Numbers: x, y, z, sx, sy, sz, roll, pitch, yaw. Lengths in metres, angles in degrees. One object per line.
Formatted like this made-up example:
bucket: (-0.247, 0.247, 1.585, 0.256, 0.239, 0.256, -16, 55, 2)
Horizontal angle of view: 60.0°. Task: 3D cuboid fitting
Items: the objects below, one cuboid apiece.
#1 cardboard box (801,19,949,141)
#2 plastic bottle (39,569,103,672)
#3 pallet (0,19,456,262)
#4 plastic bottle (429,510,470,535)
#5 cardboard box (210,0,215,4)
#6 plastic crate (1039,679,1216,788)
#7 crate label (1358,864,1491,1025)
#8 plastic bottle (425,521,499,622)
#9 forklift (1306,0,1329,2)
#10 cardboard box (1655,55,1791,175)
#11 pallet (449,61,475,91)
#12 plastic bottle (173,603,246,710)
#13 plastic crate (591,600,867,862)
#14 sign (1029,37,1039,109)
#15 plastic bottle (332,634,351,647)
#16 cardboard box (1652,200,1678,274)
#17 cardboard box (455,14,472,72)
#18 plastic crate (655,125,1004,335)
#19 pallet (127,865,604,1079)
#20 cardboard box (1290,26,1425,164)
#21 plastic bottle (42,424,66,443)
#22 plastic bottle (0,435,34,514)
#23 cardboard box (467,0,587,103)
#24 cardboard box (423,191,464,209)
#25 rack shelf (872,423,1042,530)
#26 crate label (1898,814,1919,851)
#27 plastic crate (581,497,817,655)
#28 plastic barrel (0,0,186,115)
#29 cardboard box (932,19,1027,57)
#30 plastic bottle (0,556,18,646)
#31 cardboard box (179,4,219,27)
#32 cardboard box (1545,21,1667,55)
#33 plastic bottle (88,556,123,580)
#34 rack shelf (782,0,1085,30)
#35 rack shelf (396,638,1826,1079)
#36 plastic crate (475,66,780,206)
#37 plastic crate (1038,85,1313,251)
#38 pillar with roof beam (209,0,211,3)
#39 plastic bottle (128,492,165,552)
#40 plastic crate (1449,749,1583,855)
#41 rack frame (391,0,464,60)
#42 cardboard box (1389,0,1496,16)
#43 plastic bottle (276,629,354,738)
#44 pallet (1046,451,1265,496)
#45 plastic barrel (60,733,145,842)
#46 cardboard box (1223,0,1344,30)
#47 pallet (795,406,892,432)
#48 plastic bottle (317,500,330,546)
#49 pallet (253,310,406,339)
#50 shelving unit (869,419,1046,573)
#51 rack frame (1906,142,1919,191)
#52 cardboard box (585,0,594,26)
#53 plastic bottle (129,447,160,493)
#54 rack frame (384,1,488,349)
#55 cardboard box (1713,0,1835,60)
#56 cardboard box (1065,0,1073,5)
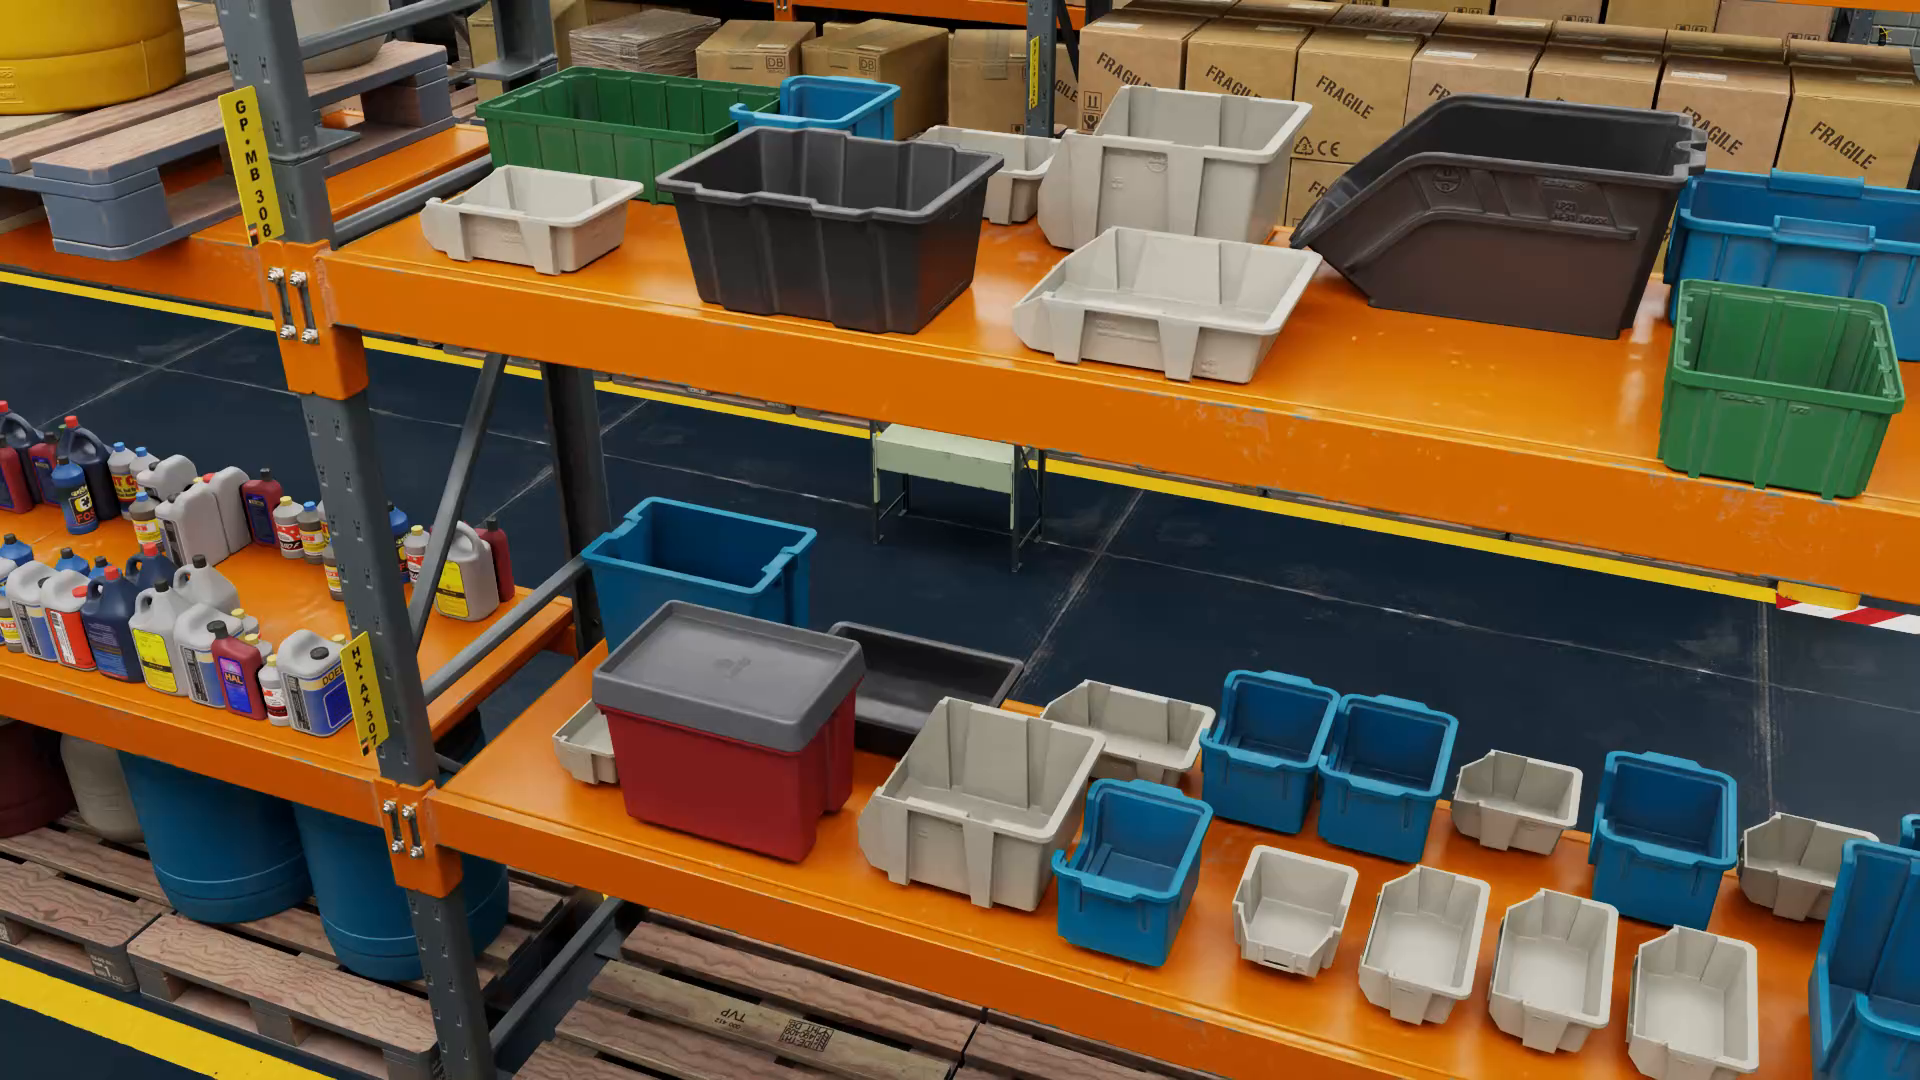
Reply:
cardboard box: (-0.454, -2.509, 9.112, 0.500, 0.500, 0.700, 17, 33, 27)
plastic bottle: (-2.596, 0.231, 4.920, 0.135, 0.276, 0.152, 11, 31, 19)
pallet: (-2.067, -1.061, 4.222, 1.003, 0.211, 1.213, 11, 31, 19)
plastic bottle: (-1.607, 0.027, 5.273, 0.133, 0.283, 0.061, 11, 31, 19)
cardboard box: (-6.902, -5.145, 16.397, 0.500, 0.500, 0.700, 9, 31, 16)
plastic crate: (0.423, 0.537, 4.459, 0.466, 0.136, 0.293, 11, 31, 19)
crate label: (1.049, 0.923, 3.776, 0.243, 0.136, 0.396, 11, 31, 19)
plastic bottle: (-1.545, 0.064, 5.138, 0.185, 0.351, 0.144, 11, 31, 19)
forklift: (1.555, -3.197, 10.928, 1.130, 2.935, 3.031, -26, 38, -38)
cardboard box: (3.284, -1.784, 7.240, 0.500, 0.500, 0.500, 12, 32, 20)
pallet: (-4.270, -4.377, 15.779, 1.213, 0.211, 1.003, 11, 31, 19)
plastic bottle: (-2.129, 0.324, 4.755, 0.135, 0.276, 0.152, 11, 31, 19)
plastic crate: (-0.571, 0.489, 4.211, 0.583, 0.464, 0.402, 11, 31, 19)
sign: (0.357, -2.245, 7.997, 0.005, 0.325, 0.100, 11, 31, 19)
plastic bottle: (-1.761, 0.364, 4.760, 0.097, 0.201, 0.097, 0, 29, 0)
cardboard box: (3.269, -1.351, 7.491, 0.500, 0.500, 0.500, 12, 31, 20)
cardboard box: (-4.304, -4.709, 15.626, 0.500, 0.500, 0.700, 12, 32, 21)
plastic crate: (-0.256, -0.631, 3.403, 0.590, 0.269, 0.497, 11, 31, 19)
pallet: (-2.003, 1.315, 5.709, 1.213, 0.211, 1.003, 11, 31, 19)
cardboard box: (1.847, -2.068, 7.742, 0.500, 0.500, 0.500, 10, 31, 18)
plastic bottle: (-3.121, -0.276, 5.808, 0.133, 0.283, 0.061, 11, 31, 19)
plastic bottle: (-3.299, -0.235, 5.735, 0.133, 0.283, 0.061, 11, 31, 19)
cardboard box: (-2.518, -2.896, 9.797, 0.500, 0.500, 0.700, 1, 30, 2)
cardboard box: (-3.519, -2.196, 10.884, 0.500, 0.311, 0.500, 12, 32, 21)
rack shelf: (-0.006, -0.370, 8.044, 0.720, 0.370, 0.431, 11, 31, 19)
crate label: (2.298, 0.854, 3.800, 0.303, 0.233, 0.416, 11, 31, 19)
plastic crate: (-0.743, 0.175, 4.848, 0.575, 0.384, 0.392, 11, 31, 19)
plastic barrel: (-2.226, -1.384, 3.984, 0.600, 0.588, 0.600, 0, 29, 0)
cardboard box: (0.156, -3.880, 13.825, 0.750, 0.750, 0.750, 11, 31, 19)
plastic bottle: (-2.936, 0.163, 5.040, 0.135, 0.276, 0.152, 11, 31, 19)
cardboard box: (-4.705, -3.081, 10.552, 0.500, 0.500, 0.500, 10, 31, 16)
cardboard box: (3.008, -2.124, 7.842, 0.500, 0.500, 0.500, 12, 32, 20)
plastic bottle: (-2.567, 0.172, 5.028, 0.097, 0.271, 0.097, 0, 29, 0)
rack shelf: (0.568, -4.311, 13.560, 4.000, 0.370, 1.077, 11, 31, 19)
rack shelf: (0.550, 0.946, 4.259, 4.000, 0.370, 1.077, 11, 31, 19)
plastic crate: (-0.797, -1.010, 4.155, 0.662, 0.188, 0.450, 11, 31, 19)
plastic crate: (0.465, -0.802, 3.693, 0.530, 0.282, 0.437, 11, 31, 19)
pillar with roof beam: (-9.343, -7.388, 12.176, 0.400, 9.000, 9.100, 11, 31, 19)
plastic bottle: (-2.692, -0.064, 5.516, 0.097, 0.201, 0.097, 0, 29, 0)
plastic crate: (1.403, 0.673, 4.217, 0.298, 0.136, 0.250, 11, 31, 19)
rack frame: (-4.992, -5.734, 15.347, 0.127, 3.000, 1.000, 11, 31, 19)
cardboard box: (3.592, -4.139, 12.220, 0.700, 0.700, 0.980, 10, 31, 18)
plastic bottle: (-1.790, 0.391, 4.635, 0.135, 0.276, 0.152, 11, 31, 19)
pallet: (1.198, -0.653, 9.192, 1.213, 0.211, 1.003, 11, 31, 19)
plastic barrel: (-2.947, 0.779, 5.926, 0.421, 0.512, 0.421, 0, 29, 0)
cardboard box: (1.604, -2.405, 8.338, 0.500, 0.500, 0.500, 11, 31, 18)
pallet: (-0.206, -0.914, 9.653, 1.213, 0.211, 1.003, 11, 31, 19)
plastic bottle: (-2.026, -0.042, 5.407, 0.097, 0.271, 0.097, 0, 29, 0)
pallet: (-3.893, -1.691, 11.027, 1.213, 0.211, 1.003, 11, 31, 19)
shelving unit: (-0.006, -0.654, 7.883, 0.755, 1.500, 0.431, 11, 31, 19)
rack frame: (4.269, -1.255, 7.422, 0.127, 3.000, 1.000, 11, 31, 19)
cardboard box: (-3.411, -4.861, 15.133, 0.500, 0.250, 0.500, 10, 31, 18)
plastic bottle: (-2.759, -0.188, 5.666, 0.097, 0.271, 0.097, 0, 29, 0)
rack frame: (-3.144, -2.735, 10.040, 0.127, 3.000, 1.000, 11, 31, 19)
cardboard box: (5.651, -3.735, 11.504, 0.700, 0.700, 0.980, 13, 32, 21)
cardboard box: (0.841, -4.342, 13.119, 0.250, 0.149, 0.380, 10, 31, 18)
